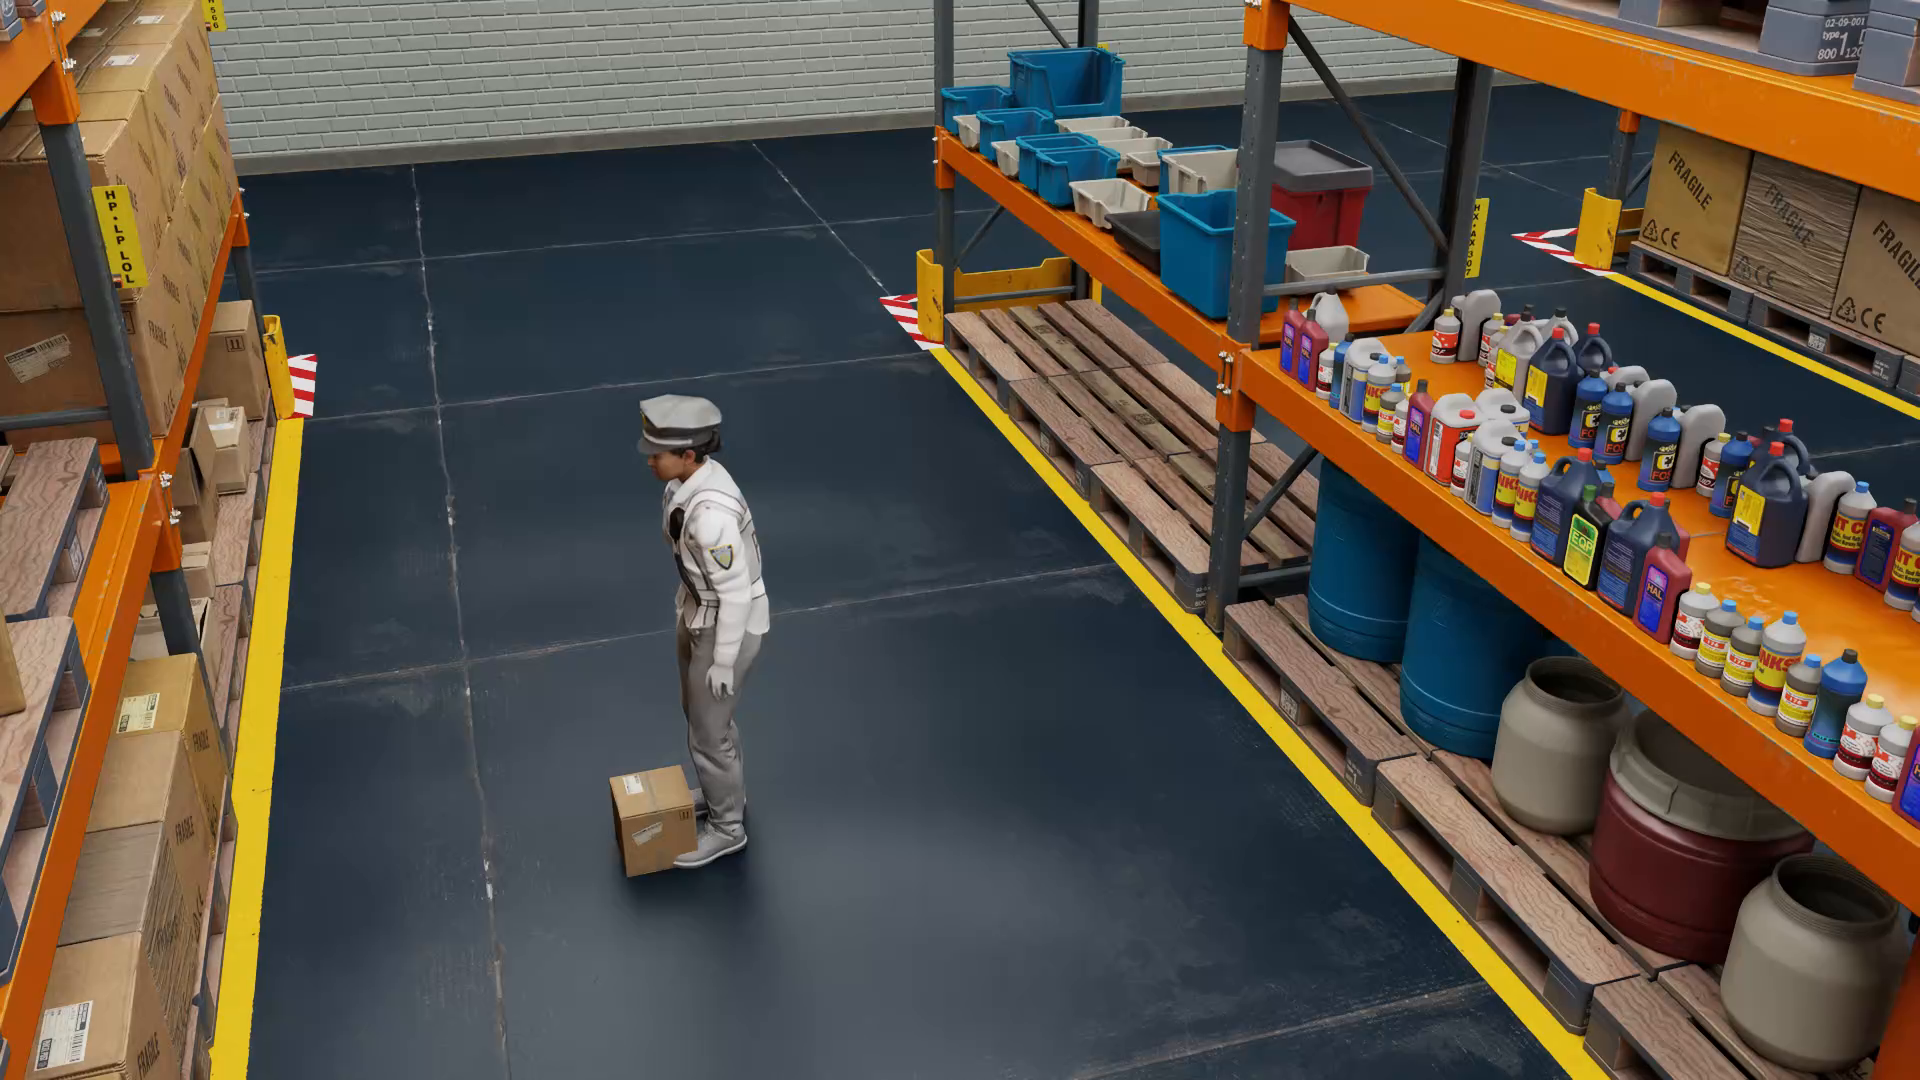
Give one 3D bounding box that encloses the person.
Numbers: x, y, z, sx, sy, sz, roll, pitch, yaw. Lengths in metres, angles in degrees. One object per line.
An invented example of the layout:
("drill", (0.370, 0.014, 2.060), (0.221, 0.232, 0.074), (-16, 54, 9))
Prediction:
("person", (-0.846, 0.306, 5.499), (0.415, 1.662, 0.536), (-10, 28, -19))
